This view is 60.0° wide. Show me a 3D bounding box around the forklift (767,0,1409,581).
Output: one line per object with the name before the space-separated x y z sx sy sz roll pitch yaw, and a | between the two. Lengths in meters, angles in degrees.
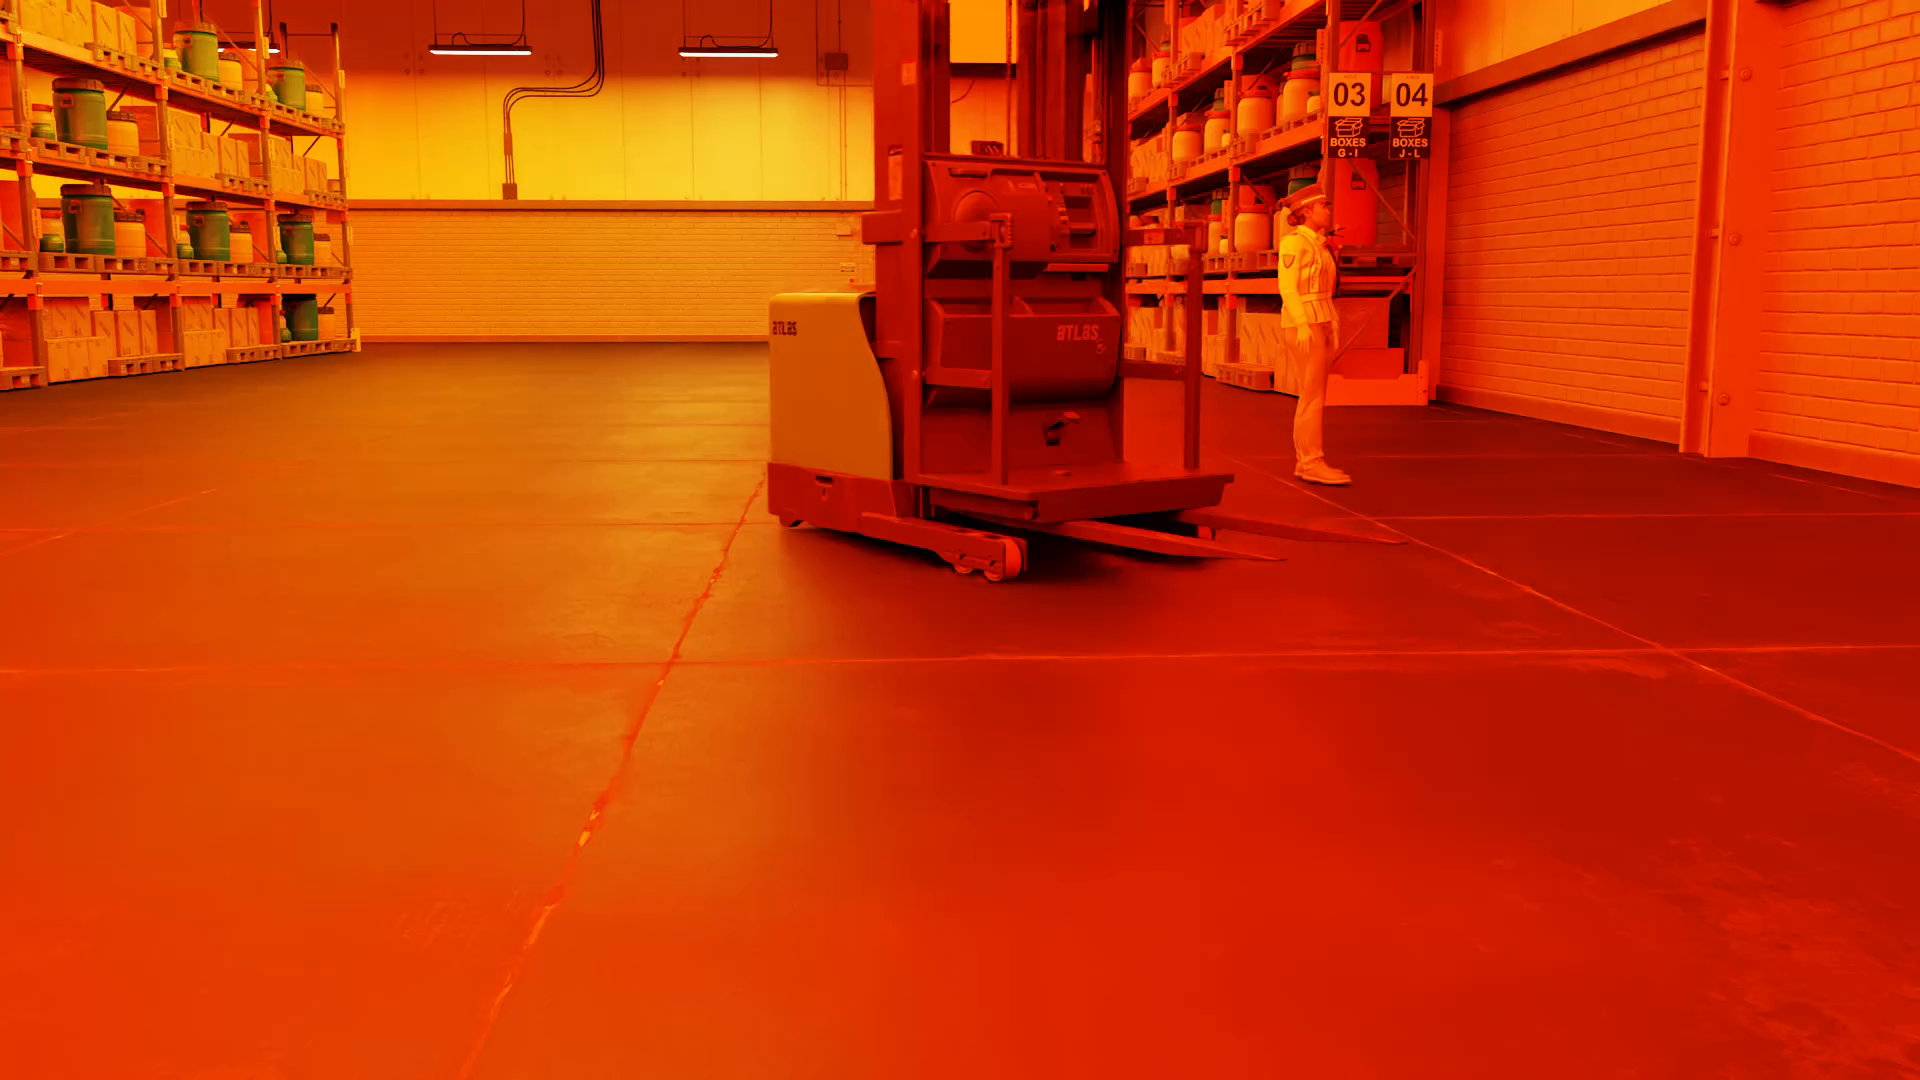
forklift | 0.392 -1.374 6.585 1.130 2.935 3.031 -6 10 -36

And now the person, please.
person | 2.081 -1.194 9.542 0.530 1.696 0.583 5 10 30
